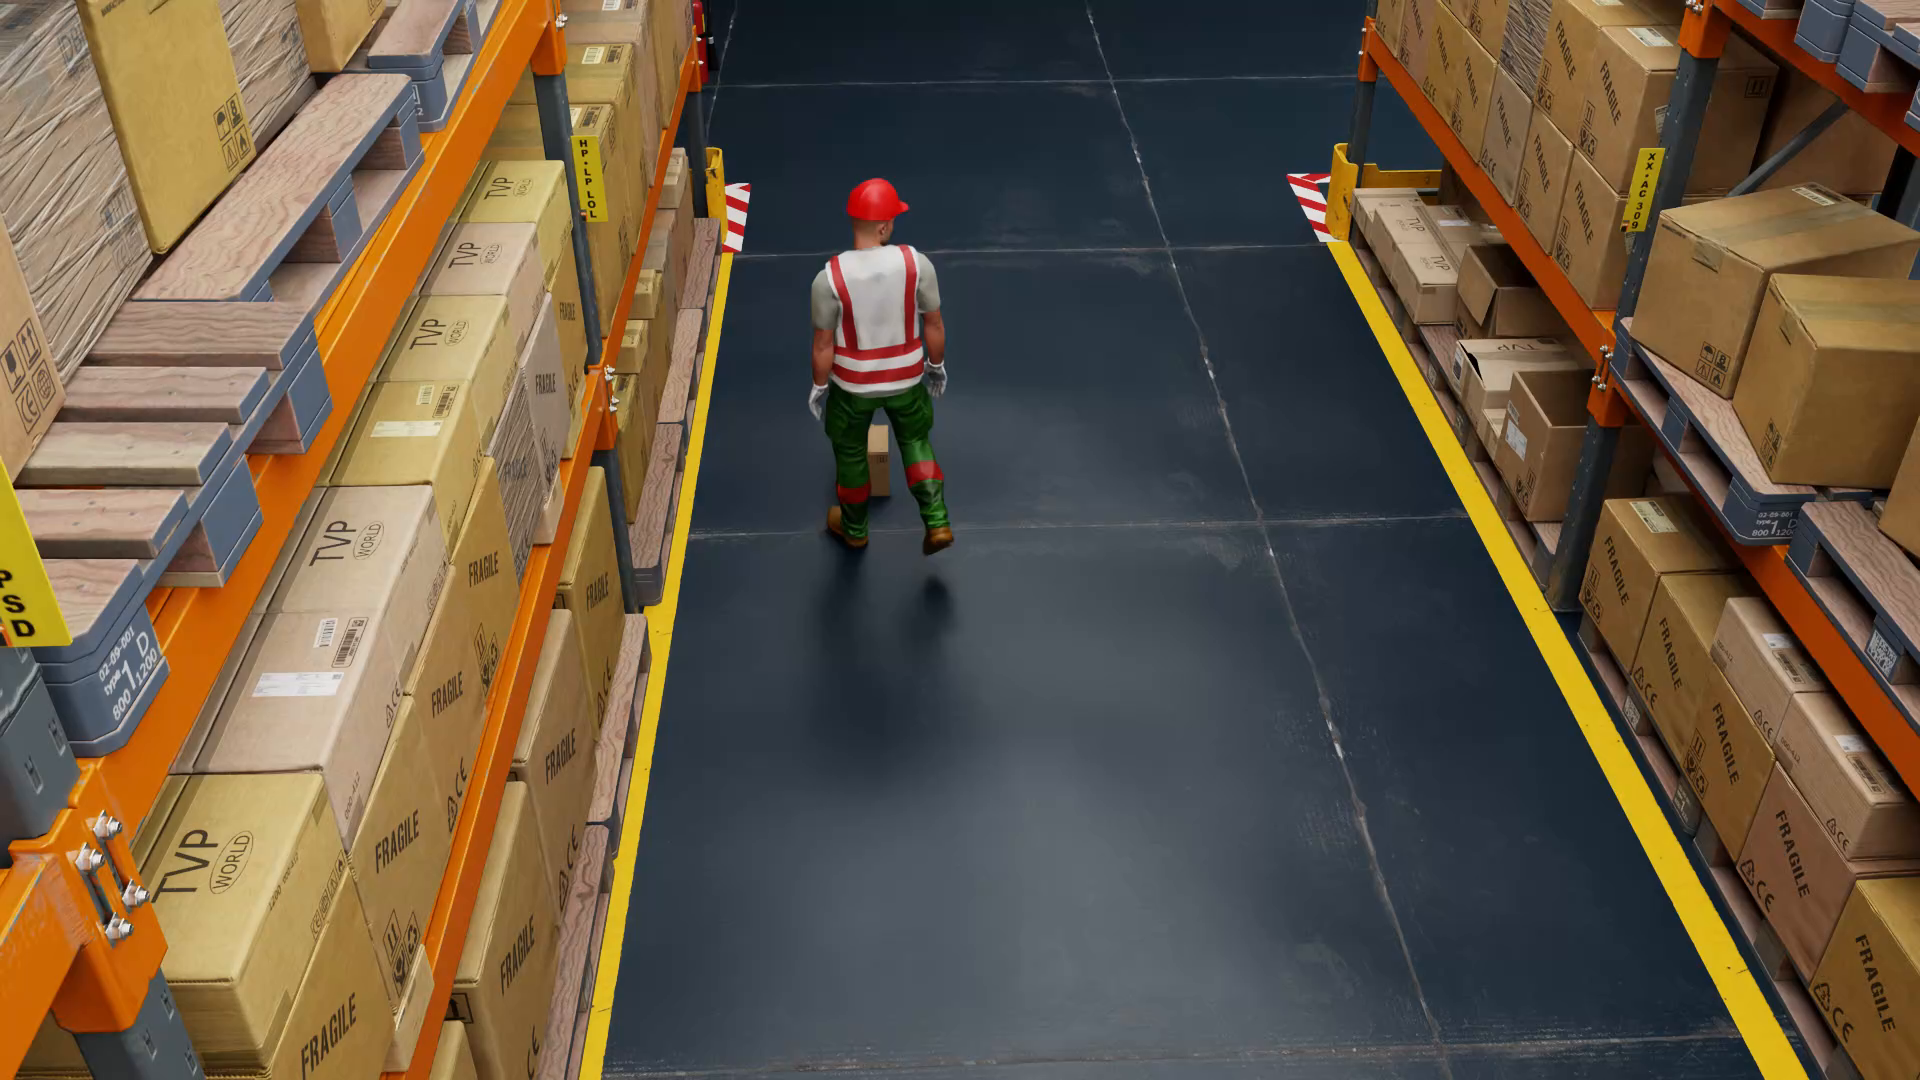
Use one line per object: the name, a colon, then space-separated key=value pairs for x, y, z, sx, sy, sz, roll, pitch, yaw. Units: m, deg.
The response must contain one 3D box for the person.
person: x=-0.343 y=-0.672 z=7.066 sx=0.604 sy=1.775 sz=0.711 roll=-10 pitch=36 yaw=-14
